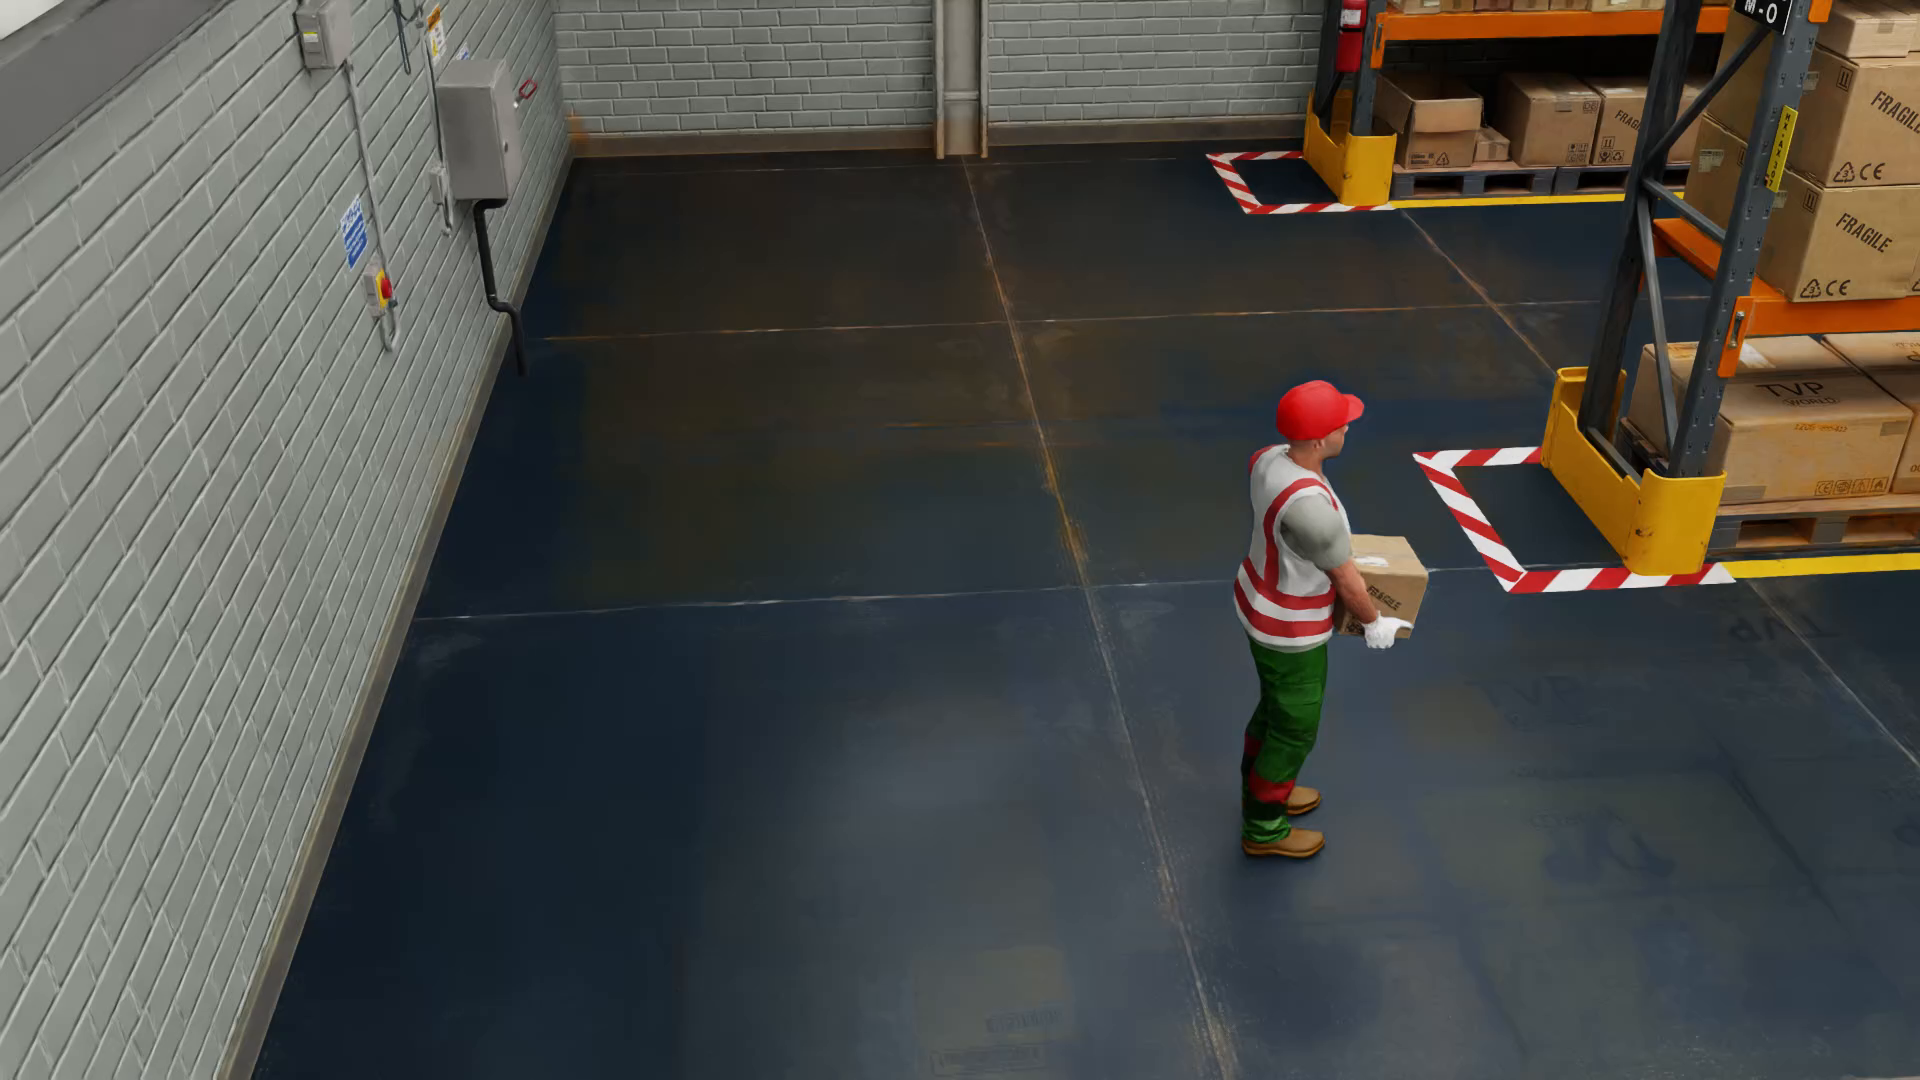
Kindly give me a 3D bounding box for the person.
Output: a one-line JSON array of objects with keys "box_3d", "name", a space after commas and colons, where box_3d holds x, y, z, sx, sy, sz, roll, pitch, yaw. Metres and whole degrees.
[{"box_3d": [1.214, 0.270, 5.658, 0.563, 1.787, 0.495, -3, 31, -5], "name": "person"}]
